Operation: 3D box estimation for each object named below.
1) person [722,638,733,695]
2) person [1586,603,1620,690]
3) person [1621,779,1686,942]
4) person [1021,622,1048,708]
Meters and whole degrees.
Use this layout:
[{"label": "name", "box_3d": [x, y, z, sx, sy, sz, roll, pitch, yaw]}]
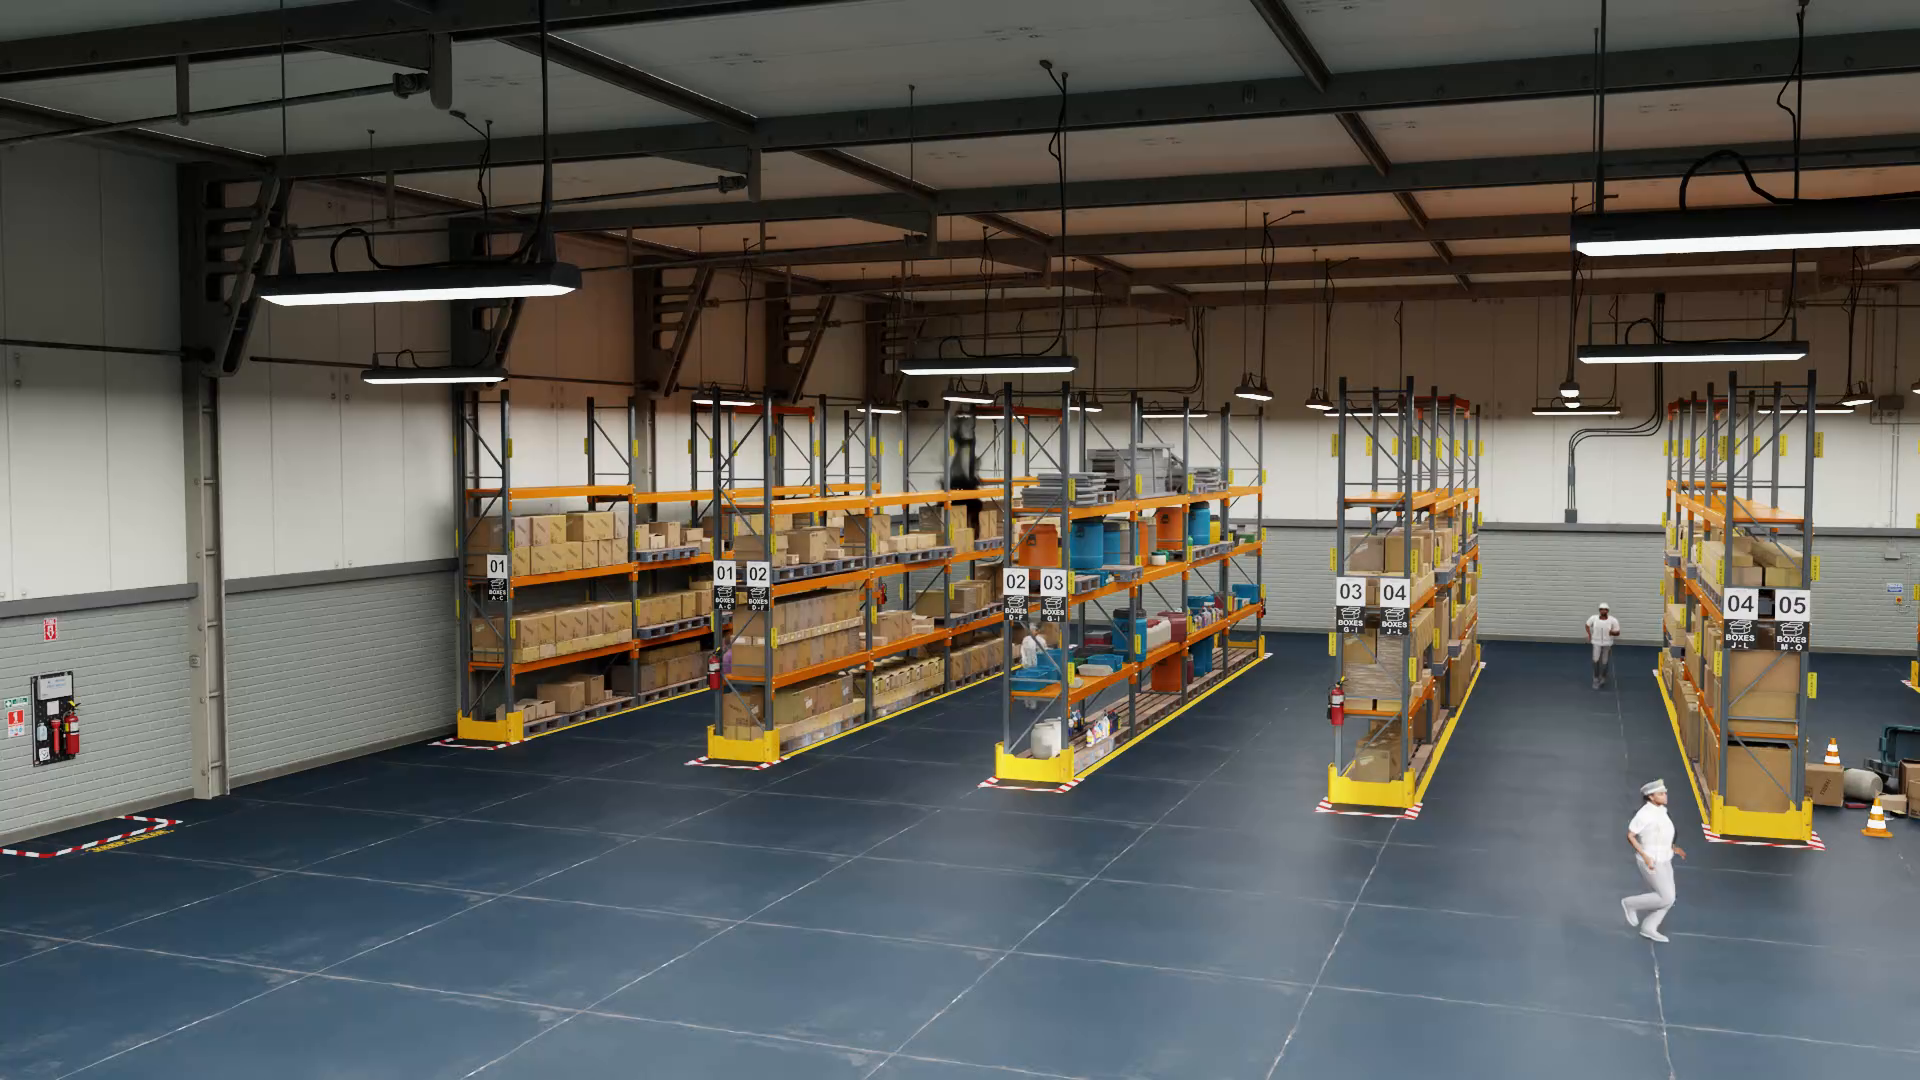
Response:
[{"label": "person", "box_3d": [-4.267, 2.565, 30.232, 0.542, 1.572, 0.695, 1, 3, 12]}, {"label": "person", "box_3d": [13.413, 2.220, 34.713, 0.672, 1.822, 0.766, 1, 3, 20]}, {"label": "person", "box_3d": [7.073, 3.253, 16.929, 0.575, 1.656, 0.560, -3, 4, -42]}, {"label": "person", "box_3d": [1.405, 2.412, 31.888, 0.593, 1.653, 0.593, 1, 3, 16]}]
